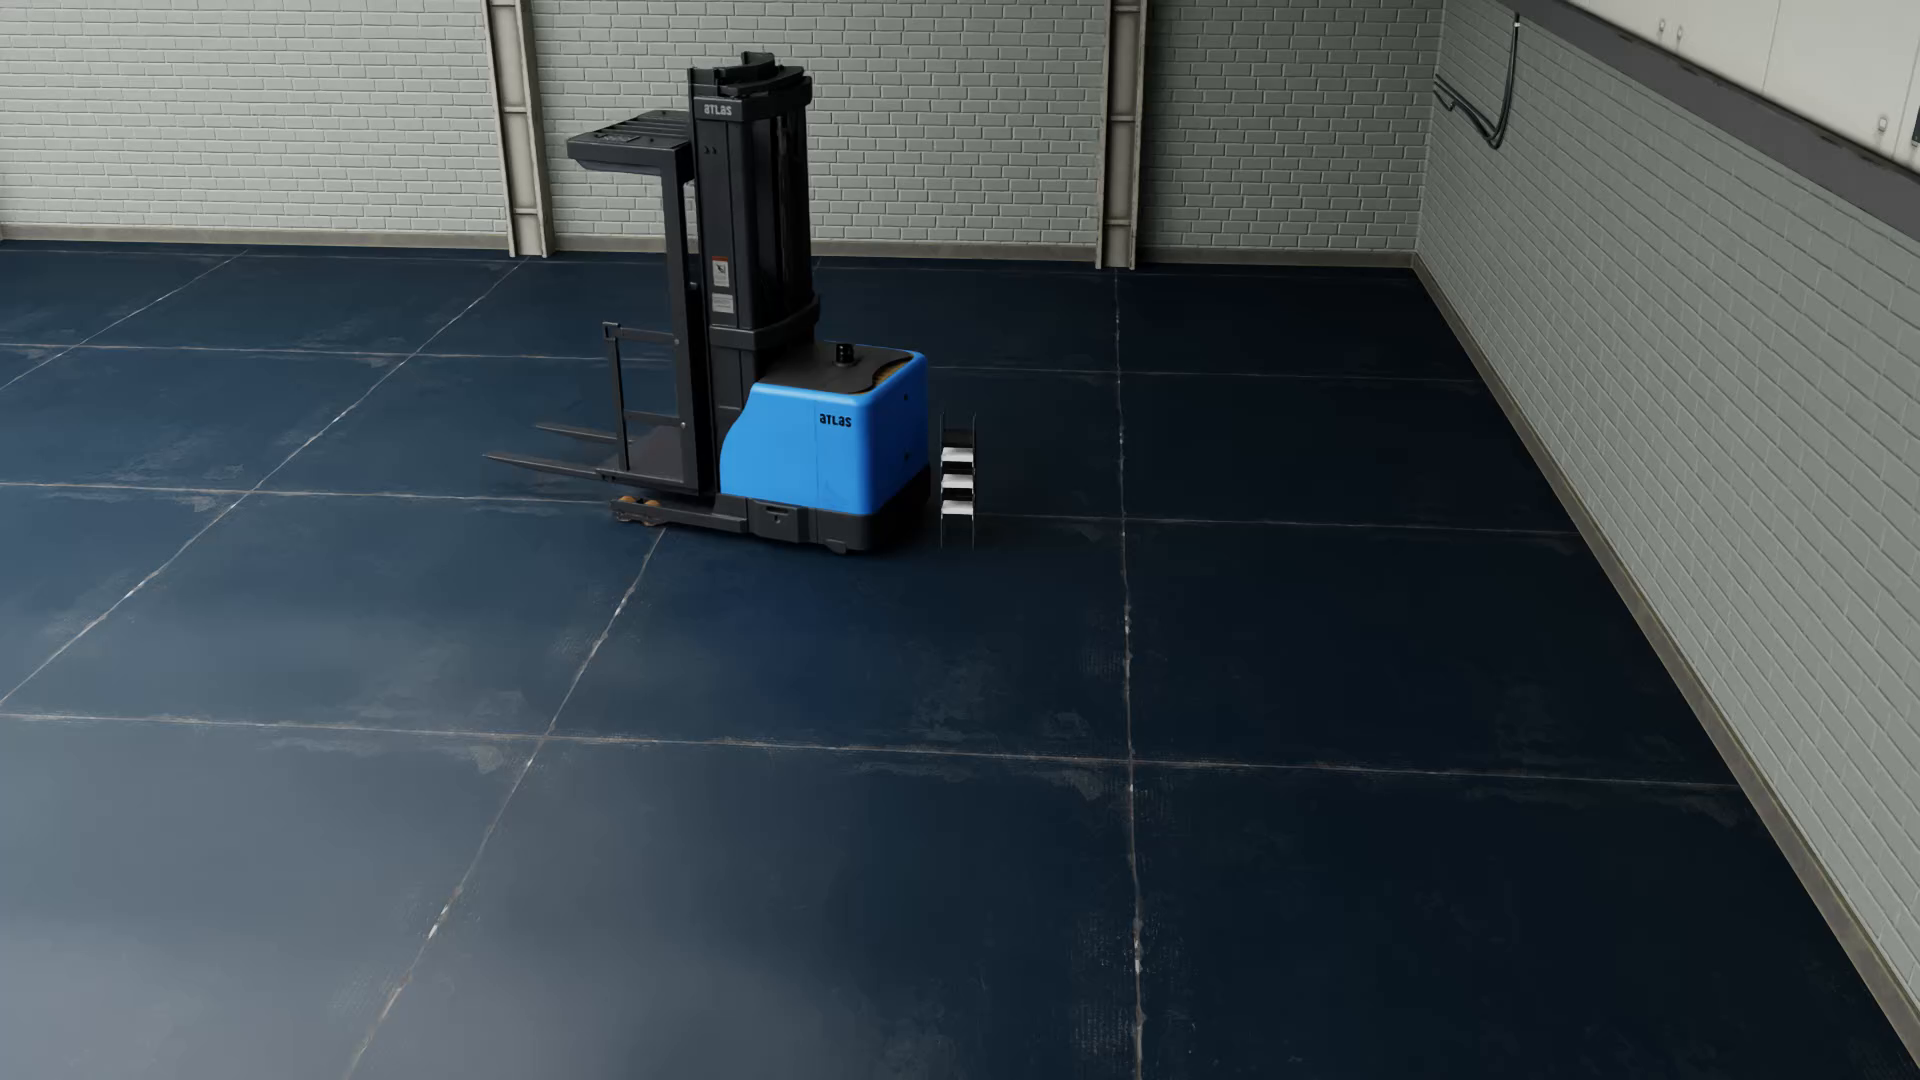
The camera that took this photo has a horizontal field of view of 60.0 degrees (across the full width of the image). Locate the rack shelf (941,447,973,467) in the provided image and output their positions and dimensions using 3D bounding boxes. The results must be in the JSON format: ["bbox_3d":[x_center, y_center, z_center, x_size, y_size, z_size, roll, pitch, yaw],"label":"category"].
[{"bbox_3d":[-0.008,-0.542,10.501,0.200,0.077,0.258,2,25,4],"label":"rack shelf"}]

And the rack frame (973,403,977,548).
[{"bbox_3d":[0.093,-0.406,10.555,0.006,0.900,0.240,2,25,4],"label":"rack frame"}]

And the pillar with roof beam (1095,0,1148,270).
[{"bbox_3d":[1.239,-5.069,11.002,0.400,9.000,9.100,2,25,4],"label":"pillar with roof beam"}]

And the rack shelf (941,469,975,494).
[{"bbox_3d":[-0.008,-0.379,10.576,0.200,0.077,0.258,2,25,4],"label":"rack shelf"}]

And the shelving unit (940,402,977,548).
[{"bbox_3d":[-0.008,-0.409,10.562,0.210,0.900,0.258,2,25,4],"label":"shelving unit"}]

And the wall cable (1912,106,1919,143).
[{"bbox_3d":[3.662,-3.807,4.190,0.169,6.003,2.305,2,25,4],"label":"wall cable"}]

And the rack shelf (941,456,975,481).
[{"bbox_3d":[-0.008,-0.461,10.539,0.200,0.077,0.258,2,25,4],"label":"rack shelf"}]

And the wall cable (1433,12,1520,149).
[{"bbox_3d":[4.404,-4.808,14.148,0.112,2.526,3.097,2,25,4],"label":"wall cable"}]

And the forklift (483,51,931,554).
[{"bbox_3d":[-1.770,-1.617,10.758,3.031,2.935,1.130,9,26,19],"label":"forklift"}]

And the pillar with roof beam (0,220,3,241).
[{"bbox_3d":[-10.726,-5.453,11.836,0.400,9.000,9.100,2,25,4],"label":"pillar with roof beam"}]

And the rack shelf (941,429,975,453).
[{"bbox_3d":[-0.008,-0.624,10.464,0.200,0.077,0.258,2,25,4],"label":"rack shelf"}]

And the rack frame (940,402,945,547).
[{"bbox_3d":[-0.109,-0.412,10.570,0.006,0.900,0.240,2,25,4],"label":"rack frame"}]

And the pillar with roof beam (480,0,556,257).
[{"bbox_3d":[-4.744,-5.261,11.419,0.400,9.000,9.100,2,25,4],"label":"pillar with roof beam"}]

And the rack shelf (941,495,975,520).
[{"bbox_3d":[-0.008,-0.215,10.652,0.200,0.077,0.258,2,25,4],"label":"rack shelf"}]

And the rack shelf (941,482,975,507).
[{"bbox_3d":[-0.008,-0.297,10.614,0.200,0.077,0.258,2,25,4],"label":"rack shelf"}]
